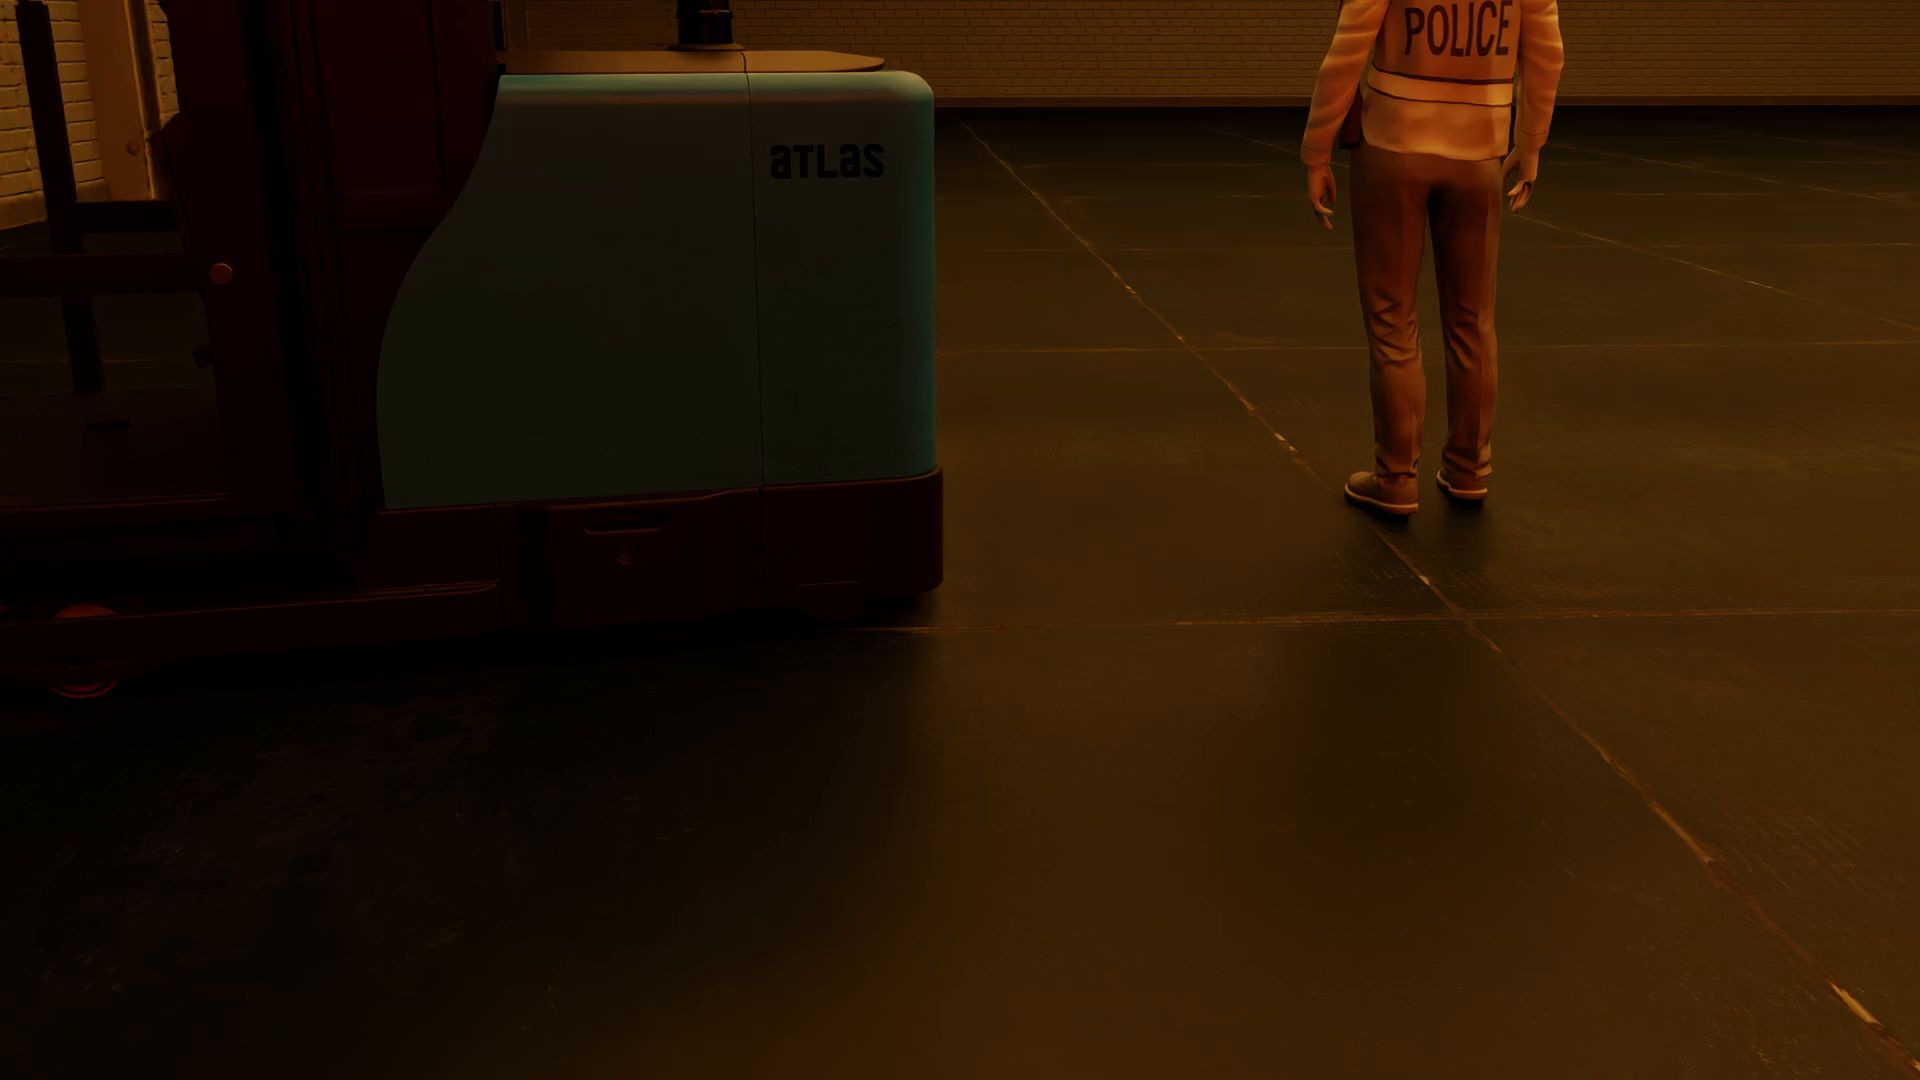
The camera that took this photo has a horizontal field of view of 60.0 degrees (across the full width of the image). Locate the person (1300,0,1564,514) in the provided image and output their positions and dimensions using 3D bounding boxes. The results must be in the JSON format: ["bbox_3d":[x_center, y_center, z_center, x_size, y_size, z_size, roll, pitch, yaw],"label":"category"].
[{"bbox_3d":[1.087,-0.897,3.931,0.590,1.696,0.531,-1,17,-3],"label":"person"}]

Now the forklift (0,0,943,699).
[{"bbox_3d":[-1.609,-1.273,3.069,3.031,2.935,1.130,-4,17,-13],"label":"forklift"}]
